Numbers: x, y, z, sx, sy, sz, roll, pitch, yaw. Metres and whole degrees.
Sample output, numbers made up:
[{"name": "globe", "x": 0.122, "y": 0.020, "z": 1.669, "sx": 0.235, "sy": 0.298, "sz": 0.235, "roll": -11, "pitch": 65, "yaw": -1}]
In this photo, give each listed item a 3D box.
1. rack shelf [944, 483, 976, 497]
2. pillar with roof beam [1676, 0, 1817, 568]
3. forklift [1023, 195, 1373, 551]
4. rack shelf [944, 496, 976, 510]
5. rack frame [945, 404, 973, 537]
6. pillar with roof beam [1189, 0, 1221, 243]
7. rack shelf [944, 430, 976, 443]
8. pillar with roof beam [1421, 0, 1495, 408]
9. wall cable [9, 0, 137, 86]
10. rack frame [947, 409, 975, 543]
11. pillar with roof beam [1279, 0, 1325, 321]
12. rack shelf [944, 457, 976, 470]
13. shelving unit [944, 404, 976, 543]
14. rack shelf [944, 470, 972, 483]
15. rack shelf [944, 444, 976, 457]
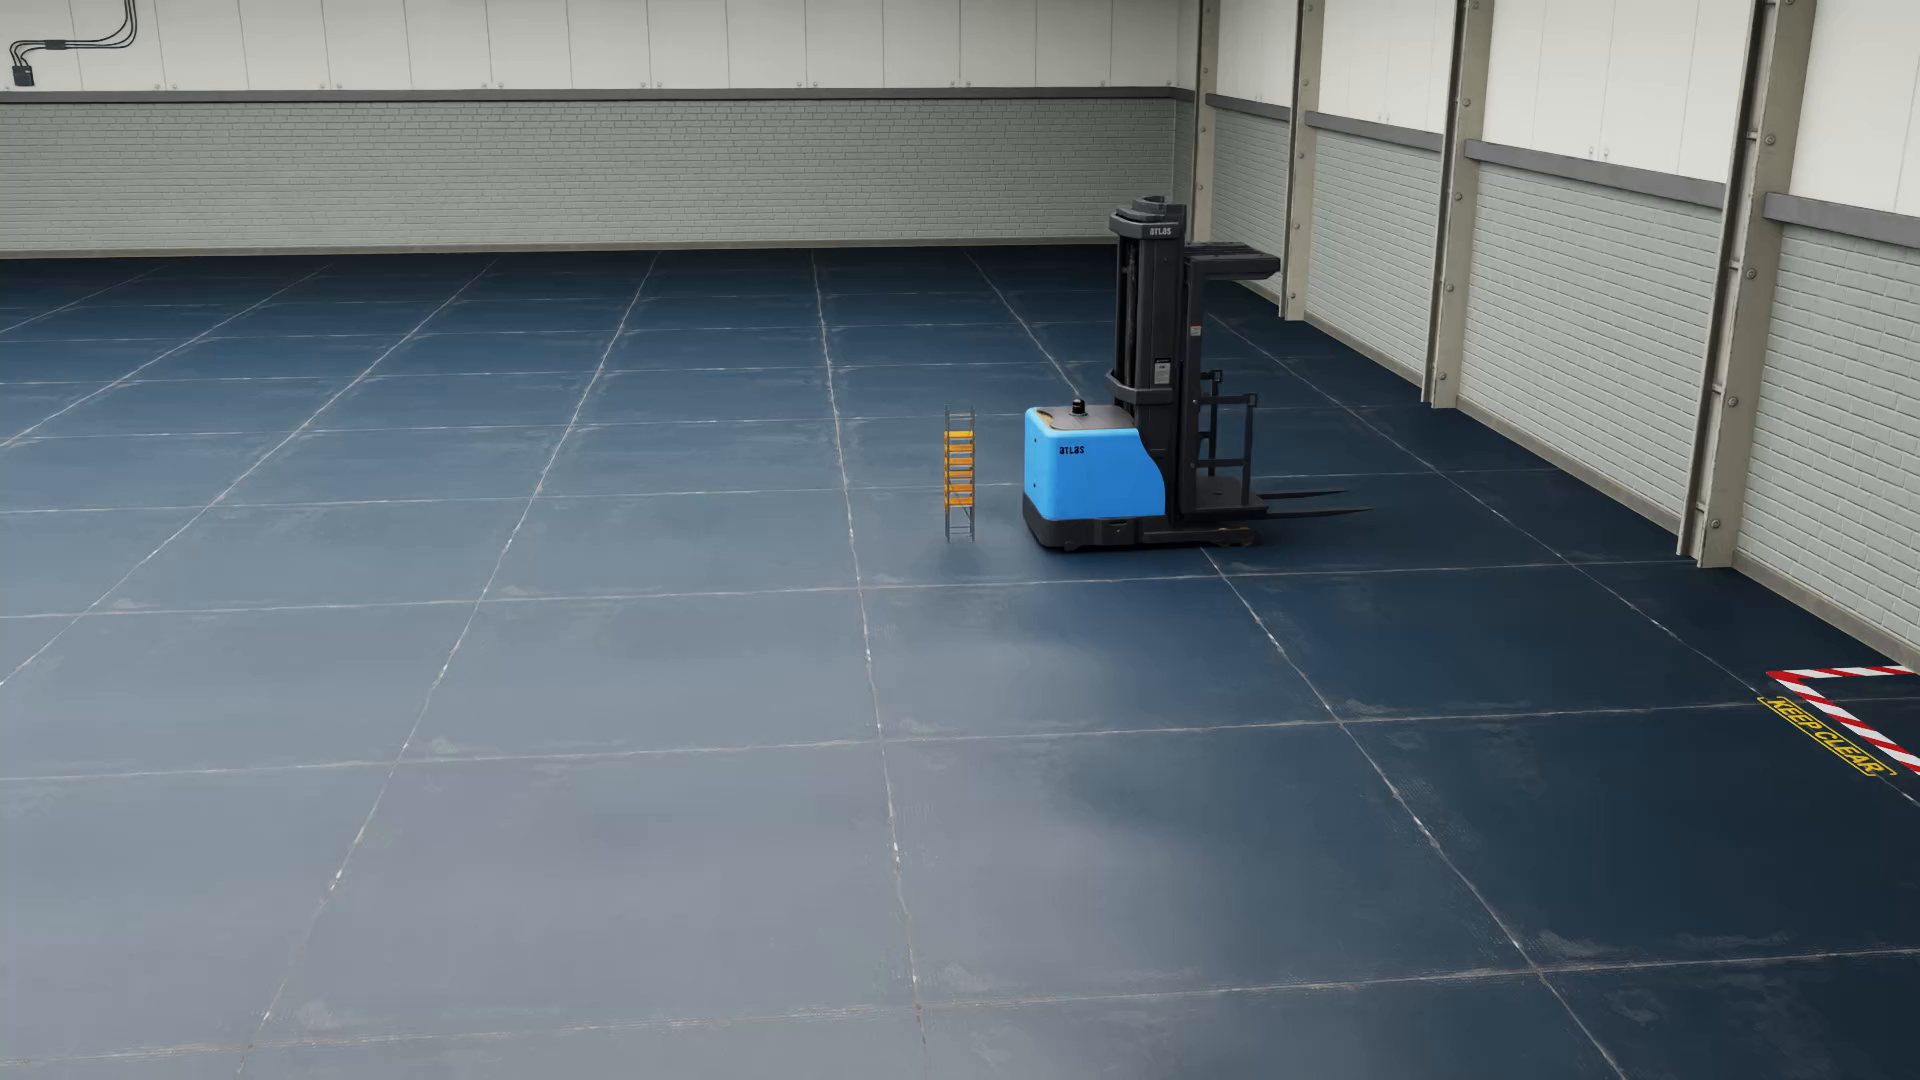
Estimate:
[{"name": "rack shelf", "x": -0.002, "y": -0.420, "z": 14.560, "sx": 0.258, "sy": 0.103, "sz": 0.180, "roll": -2, "pitch": 18, "yaw": -6}, {"name": "pillar with roof beam", "x": 2.053, "y": -3.991, "z": 12.367, "sx": 9.100, "sy": 9.000, "sz": 0.400, "roll": -2, "pitch": 18, "yaw": -6}, {"name": "forklift", "x": 2.134, "y": -1.490, "z": 14.530, "sx": 3.031, "sy": 2.935, "sz": 1.130, "roll": -3, "pitch": 18, "yaw": -9}, {"name": "rack shelf", "x": -0.001, "y": -0.305, "z": 14.596, "sx": 0.258, "sy": 0.103, "sz": 0.180, "roll": -2, "pitch": 18, "yaw": -6}, {"name": "rack frame", "x": -0.011, "y": -0.604, "z": 14.598, "sx": 0.240, "sy": 1.200, "sz": 0.006, "roll": -2, "pitch": 18, "yaw": -6}, {"name": "pillar with roof beam", "x": 0.197, "y": -9.354, "z": 29.449, "sx": 9.100, "sy": 9.000, "sz": 0.400, "roll": -2, "pitch": 18, "yaw": -6}, {"name": "rack shelf", "x": -0.002, "y": -0.878, "z": 14.417, "sx": 0.258, "sy": 0.103, "sz": 0.180, "roll": -2, "pitch": 18, "yaw": -6}, {"name": "pillar with roof beam", "x": 1.435, "y": -5.779, "z": 18.061, "sx": 9.100, "sy": 9.000, "sz": 0.400, "roll": -2, "pitch": 18, "yaw": -6}, {"name": "wall cable", "x": -16.397, "y": -11.344, "z": 30.109, "sx": 2.305, "sy": 6.003, "sz": 0.169, "roll": -2, "pitch": 18, "yaw": -6}, {"name": "rack frame", "x": 0.008, "y": -0.550, "z": 14.424, "sx": 0.240, "sy": 1.200, "sz": 0.006, "roll": -2, "pitch": 18, "yaw": -6}, {"name": "pillar with roof beam", "x": 0.816, "y": -7.567, "z": 23.755, "sx": 9.100, "sy": 9.000, "sz": 0.400, "roll": -2, "pitch": 18, "yaw": -6}, {"name": "rack shelf", "x": -0.002, "y": -0.649, "z": 14.488, "sx": 0.258, "sy": 0.103, "sz": 0.180, "roll": -2, "pitch": 18, "yaw": -6}, {"name": "shelving unit", "x": -0.002, "y": -0.577, "z": 14.511, "sx": 0.258, "sy": 1.200, "sz": 0.189, "roll": -2, "pitch": 18, "yaw": -6}, {"name": "rack shelf", "x": -0.002, "y": -0.534, "z": 14.524, "sx": 0.258, "sy": 0.103, "sz": 0.180, "roll": -2, "pitch": 18, "yaw": -6}, {"name": "rack shelf", "x": -0.002, "y": -0.763, "z": 14.453, "sx": 0.258, "sy": 0.103, "sz": 0.180, "roll": -2, "pitch": 18, "yaw": -6}]
